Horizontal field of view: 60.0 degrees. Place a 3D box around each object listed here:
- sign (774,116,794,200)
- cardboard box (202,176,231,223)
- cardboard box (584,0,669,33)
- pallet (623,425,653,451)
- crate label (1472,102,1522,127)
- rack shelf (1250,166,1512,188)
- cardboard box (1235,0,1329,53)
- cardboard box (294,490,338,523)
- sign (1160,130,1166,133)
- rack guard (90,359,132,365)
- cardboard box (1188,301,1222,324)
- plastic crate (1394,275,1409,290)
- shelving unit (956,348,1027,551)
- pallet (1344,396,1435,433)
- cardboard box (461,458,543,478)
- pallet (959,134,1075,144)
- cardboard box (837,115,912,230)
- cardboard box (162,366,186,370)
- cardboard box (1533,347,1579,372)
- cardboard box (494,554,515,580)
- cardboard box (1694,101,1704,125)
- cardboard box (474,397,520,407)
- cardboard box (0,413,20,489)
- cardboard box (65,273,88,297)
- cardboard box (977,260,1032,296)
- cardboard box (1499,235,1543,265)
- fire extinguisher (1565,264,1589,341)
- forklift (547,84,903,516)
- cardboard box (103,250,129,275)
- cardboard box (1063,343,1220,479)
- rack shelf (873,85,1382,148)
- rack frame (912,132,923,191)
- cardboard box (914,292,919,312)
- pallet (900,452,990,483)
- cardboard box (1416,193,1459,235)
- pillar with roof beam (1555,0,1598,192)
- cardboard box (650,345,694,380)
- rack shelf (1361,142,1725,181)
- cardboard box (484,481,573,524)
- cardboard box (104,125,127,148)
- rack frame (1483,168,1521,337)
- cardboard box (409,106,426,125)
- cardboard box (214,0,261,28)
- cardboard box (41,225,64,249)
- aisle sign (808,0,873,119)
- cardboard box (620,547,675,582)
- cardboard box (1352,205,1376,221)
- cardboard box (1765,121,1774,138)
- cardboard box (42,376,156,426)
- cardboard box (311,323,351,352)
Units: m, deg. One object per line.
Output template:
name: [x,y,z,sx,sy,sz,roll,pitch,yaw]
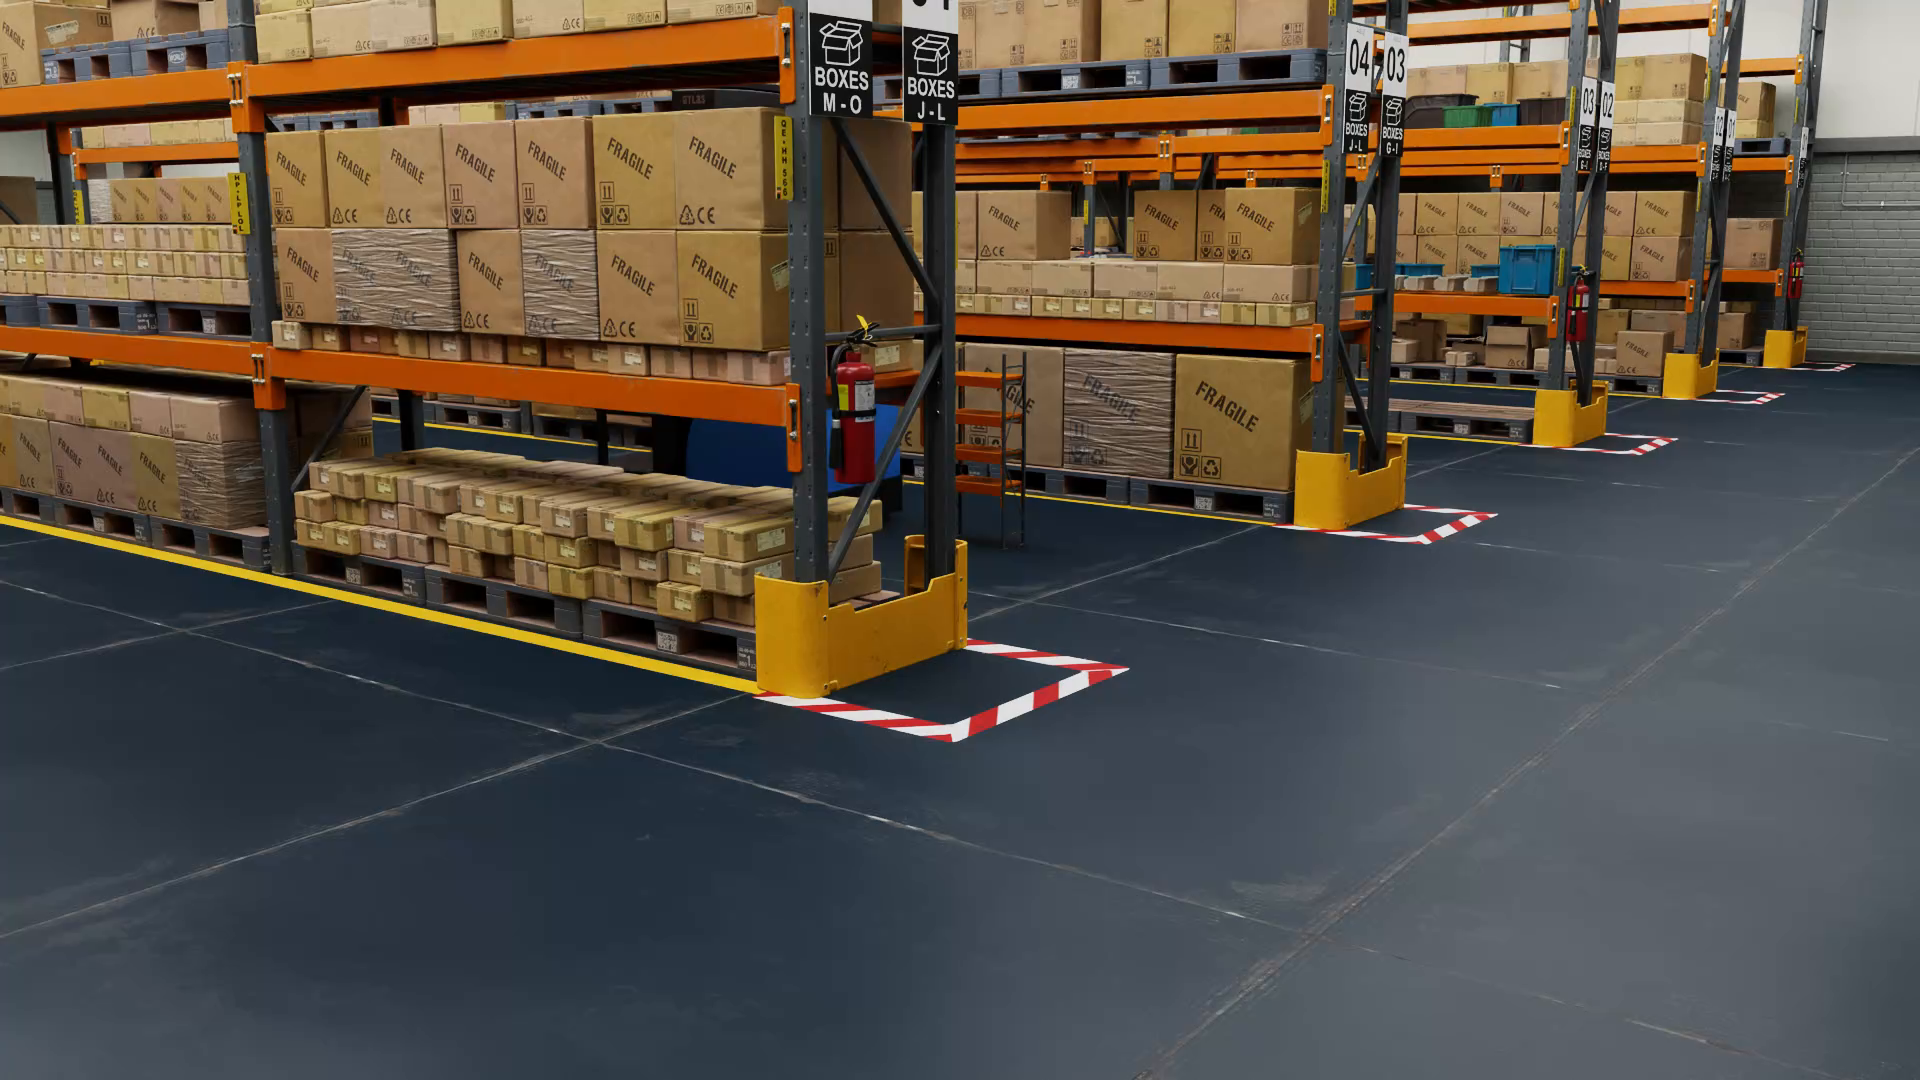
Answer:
sign: [-0.707,-1.534,6.683,0.005,0.325,0.100,8,13,36]
cardboard box: [-7.946,-3.741,18.291,0.500,0.500,0.500,8,13,36]
cardboard box: [-1.301,-2.359,7.326,0.500,0.250,0.500,8,14,36]
pallet: [-2.223,-0.934,14.804,1.213,0.211,1.003,8,13,36]
crate label: [5.034,-3.953,15.557,0.502,0.251,0.408,8,13,36]
rack shelf: [6.615,-5.710,26.146,4.000,0.370,1.077,8,13,36]
cardboard box: [2.204,-3.469,11.033,0.500,0.500,0.700,7,13,32]
cardboard box: [-3.484,-0.206,9.314,0.250,0.149,0.380,9,14,38]
sign: [2.035,-4.242,16.641,0.005,0.325,0.100,8,13,36]
rack guard: [-10.180,-2.204,20.608,0.348,0.500,1.175,8,13,36]
cardboard box: [1.760,-1.565,11.384,0.250,0.149,0.380,8,14,36]
plastic crate: [4.109,-2.456,15.866,0.250,0.136,0.298,8,13,36]
shelving unit: [0.133,-0.570,10.320,0.503,1.200,0.258,8,13,36]
pallet: [3.966,-1.267,16.521,1.213,0.211,1.003,8,13,36]
cardboard box: [-2.548,-0.351,9.280,0.250,0.149,0.380,8,14,37]
pallet: [0.757,-4.430,18.129,1.213,0.211,1.003,8,13,36]
cardboard box: [-0.567,-1.671,7.589,0.500,0.500,0.500,8,13,35]
cardboard box: [-9.246,-2.284,19.916,0.500,0.500,0.500,-9,14,-38]
cardboard box: [7.190,-2.158,19.870,0.500,0.250,0.500,8,13,36]
cardboard box: [-2.156,0.098,8.526,0.250,0.149,0.380,8,14,37]
cardboard box: [8.262,-4.900,19.140,0.500,0.250,0.500,8,13,36]
cardboard box: [-4.345,-1.602,16.335,0.500,0.500,0.700,7,13,33]
cardboard box: [-6.391,-0.653,11.484,0.500,0.500,0.500,7,13,33]
cardboard box: [-5.499,-1.646,10.695,0.250,0.149,0.380,8,14,36]
cardboard box: [0.473,-1.957,12.358,0.500,0.250,0.500,8,14,37]
cardboard box: [6.774,-3.387,19.875,0.500,0.500,0.500,8,13,35]
fire extinguisher: [5.439,-2.092,14.632,0.183,0.674,0.296,8,13,36]
forklift: [-1.923,-1.637,11.274,3.031,2.935,1.130,6,13,29]
cardboard box: [-5.089,-1.734,10.369,0.250,0.149,0.380,8,14,36]
cardboard box: [1.358,-0.966,12.116,0.875,0.875,0.875,8,13,36]
rack shelf: [1.043,-2.986,12.063,4.000,0.370,1.077,8,13,36]
rack frame: [-0.569,-2.091,13.441,0.127,3.000,1.000,8,13,36]
cardboard box: [-0.316,-1.854,12.878,0.250,0.149,0.380,7,13,34]
pallet: [-0.003,-0.625,13.202,1.213,0.211,1.003,8,13,36]
cardboard box: [5.927,-3.993,20.378,0.500,0.500,0.500,7,13,34]
pillar with roof beam: [6.755,-6.706,21.502,0.400,9.000,9.100,8,13,36]
cardboard box: [-1.182,-0.823,7.548,0.250,0.149,0.380,8,13,35]
rack shelf: [6.910,-4.502,19.900,4.000,0.370,1.077,8,13,36]
cardboard box: [-2.187,-0.192,8.457,0.250,0.149,0.380,8,14,36]
cardboard box: [-9.586,-4.689,19.365,0.500,0.250,0.500,8,13,34]
rack frame: [8.227,-4.366,25.201,0.127,3.000,1.000,8,13,36]
cardboard box: [-5.132,-4.066,16.149,0.500,0.250,0.500,8,14,37]
cardboard box: [-3.827,-3.131,9.548,0.500,0.500,0.700,8,14,36]
cardboard box: [-5.707,-1.968,10.795,0.250,0.149,0.380,9,14,38]
aisle sign: [-0.481,-2.116,6.724,0.004,0.787,0.394,8,13,36]
cardboard box: [-1.377,0.080,7.835,0.250,0.149,0.380,7,13,33]
cardboard box: [6.470,-5.126,26.055,0.500,0.250,0.500,8,13,34]
cardboard box: [11.008,-5.690,23.174,0.500,0.250,0.500,9,14,38]
cardboard box: [-5.598,-0.911,10.841,0.500,0.250,0.500,8,14,36]
cardboard box: [-3.300,-1.120,9.084,0.250,0.149,0.380,8,14,37]
